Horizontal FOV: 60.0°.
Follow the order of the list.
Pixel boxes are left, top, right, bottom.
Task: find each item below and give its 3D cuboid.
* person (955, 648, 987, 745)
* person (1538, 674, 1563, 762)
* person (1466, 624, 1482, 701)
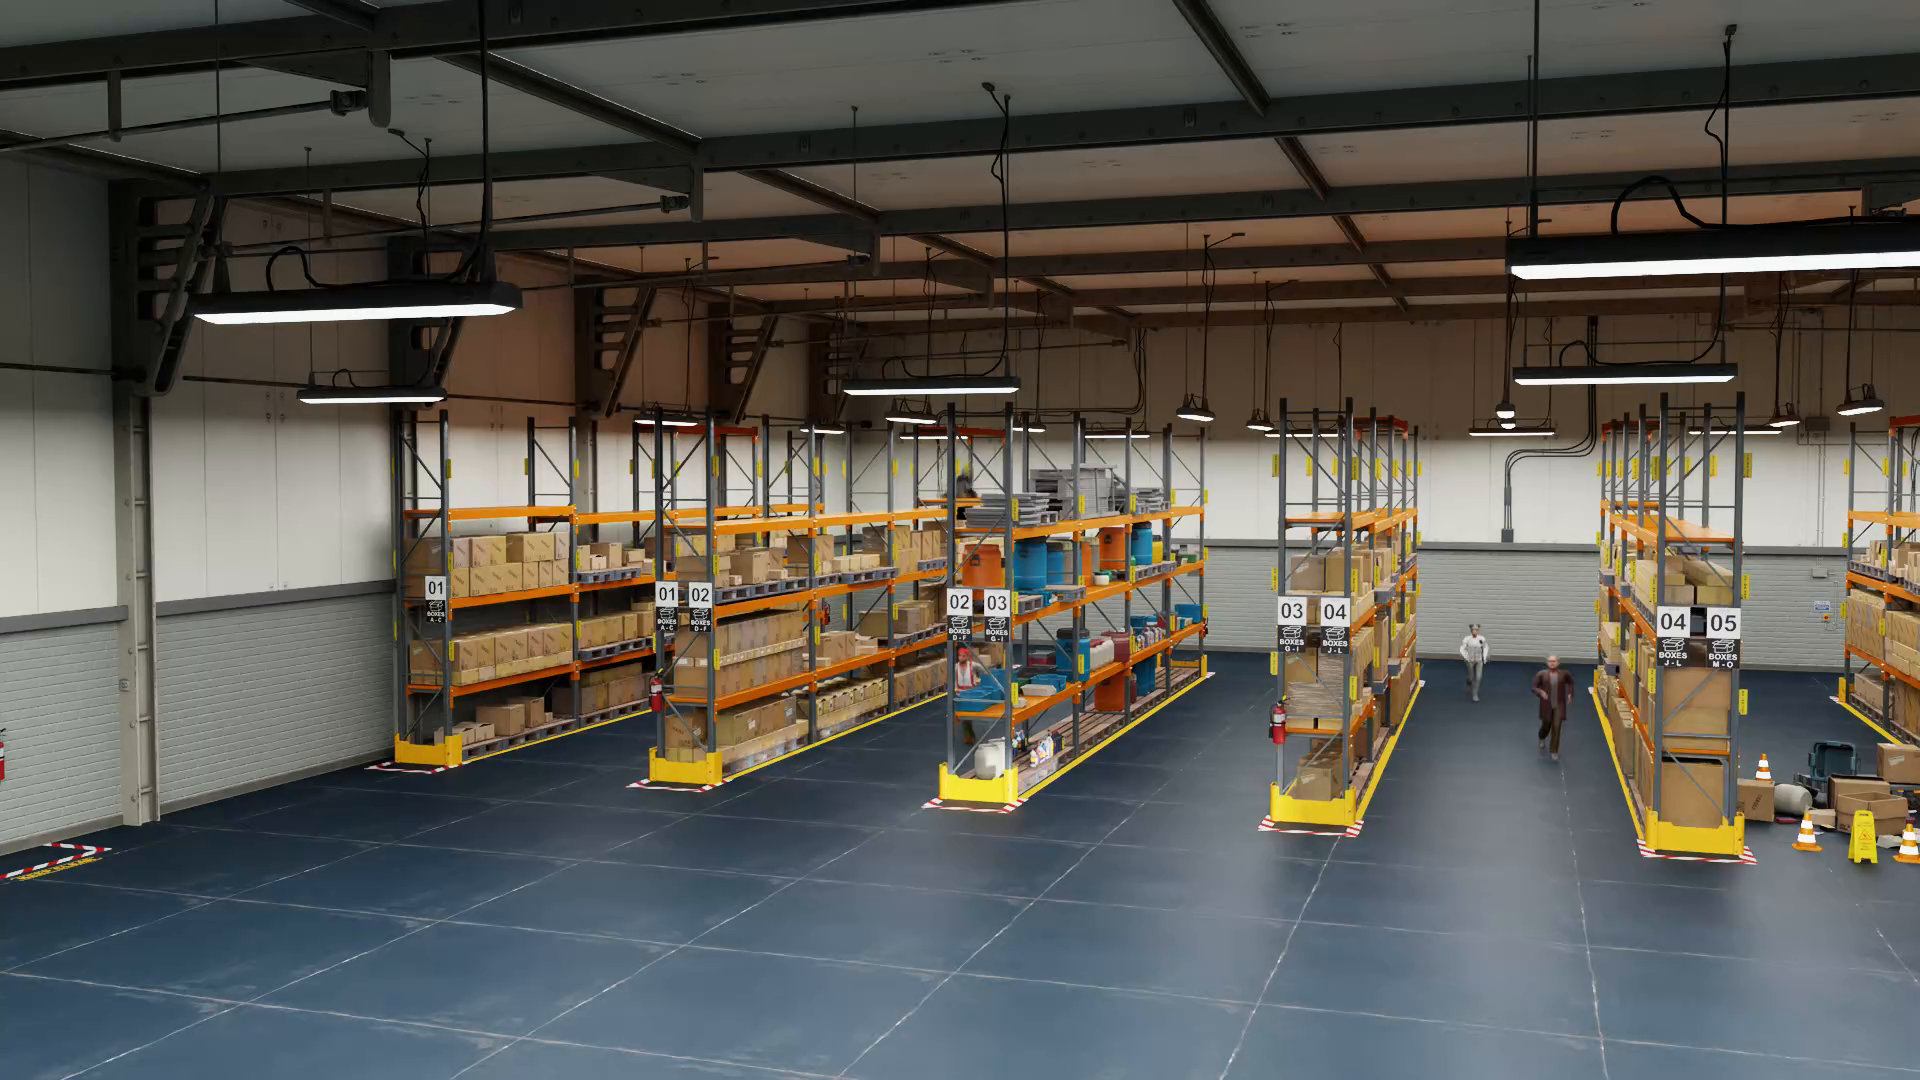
[{"bbox_3d":[0.126,2.812,30.113,0.696,1.751,0.678,1,3,14],"label":"person"},{"bbox_3d":[10.277,3.010,28.841,0.625,1.536,0.995,1,3,17],"label":"person"},{"bbox_3d":[11.179,2.634,36.207,0.334,1.671,0.746,0,2,10],"label":"person"}]
